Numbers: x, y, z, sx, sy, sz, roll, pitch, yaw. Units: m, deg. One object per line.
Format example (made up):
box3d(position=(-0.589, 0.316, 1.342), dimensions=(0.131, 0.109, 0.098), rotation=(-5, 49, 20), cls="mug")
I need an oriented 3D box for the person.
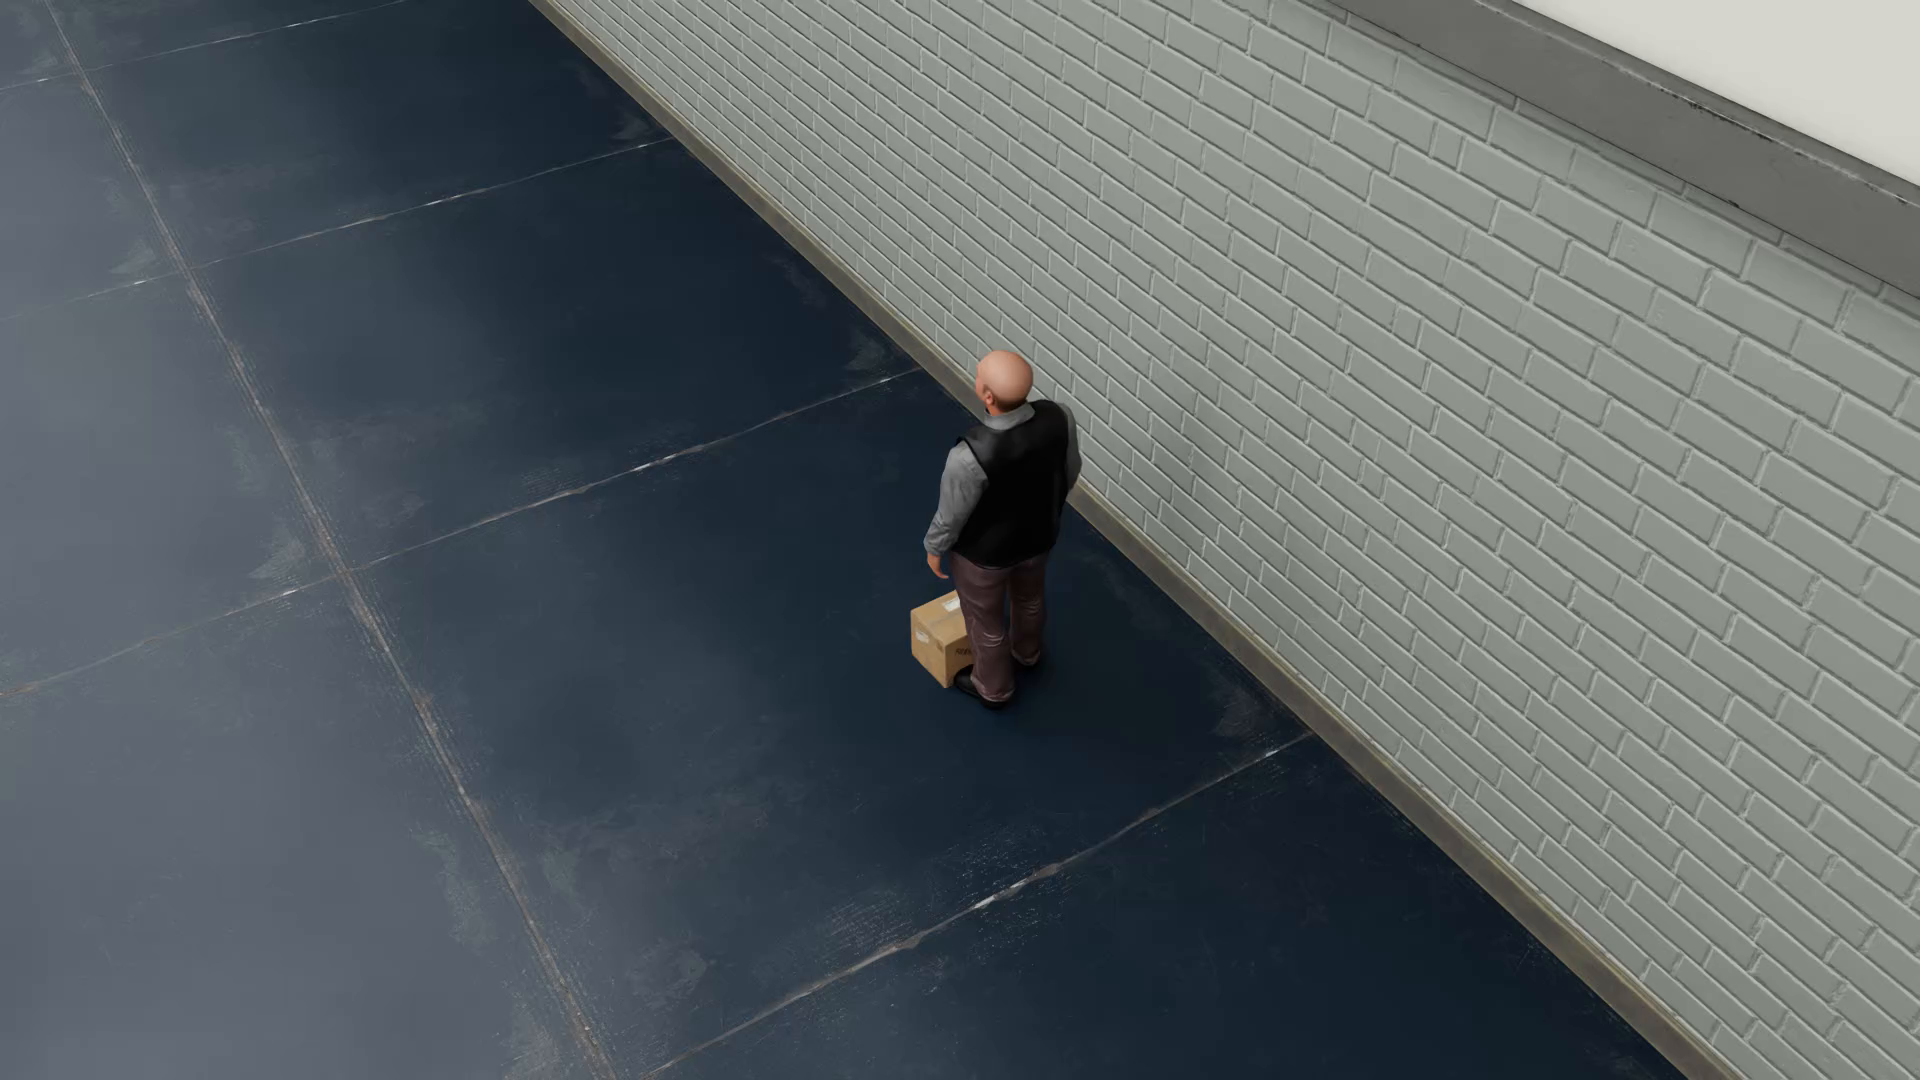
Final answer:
box3d(position=(0.117, -0.054, 6.227), dimensions=(0.626, 1.721, 0.552), rotation=(-22, 45, -24), cls="person")
